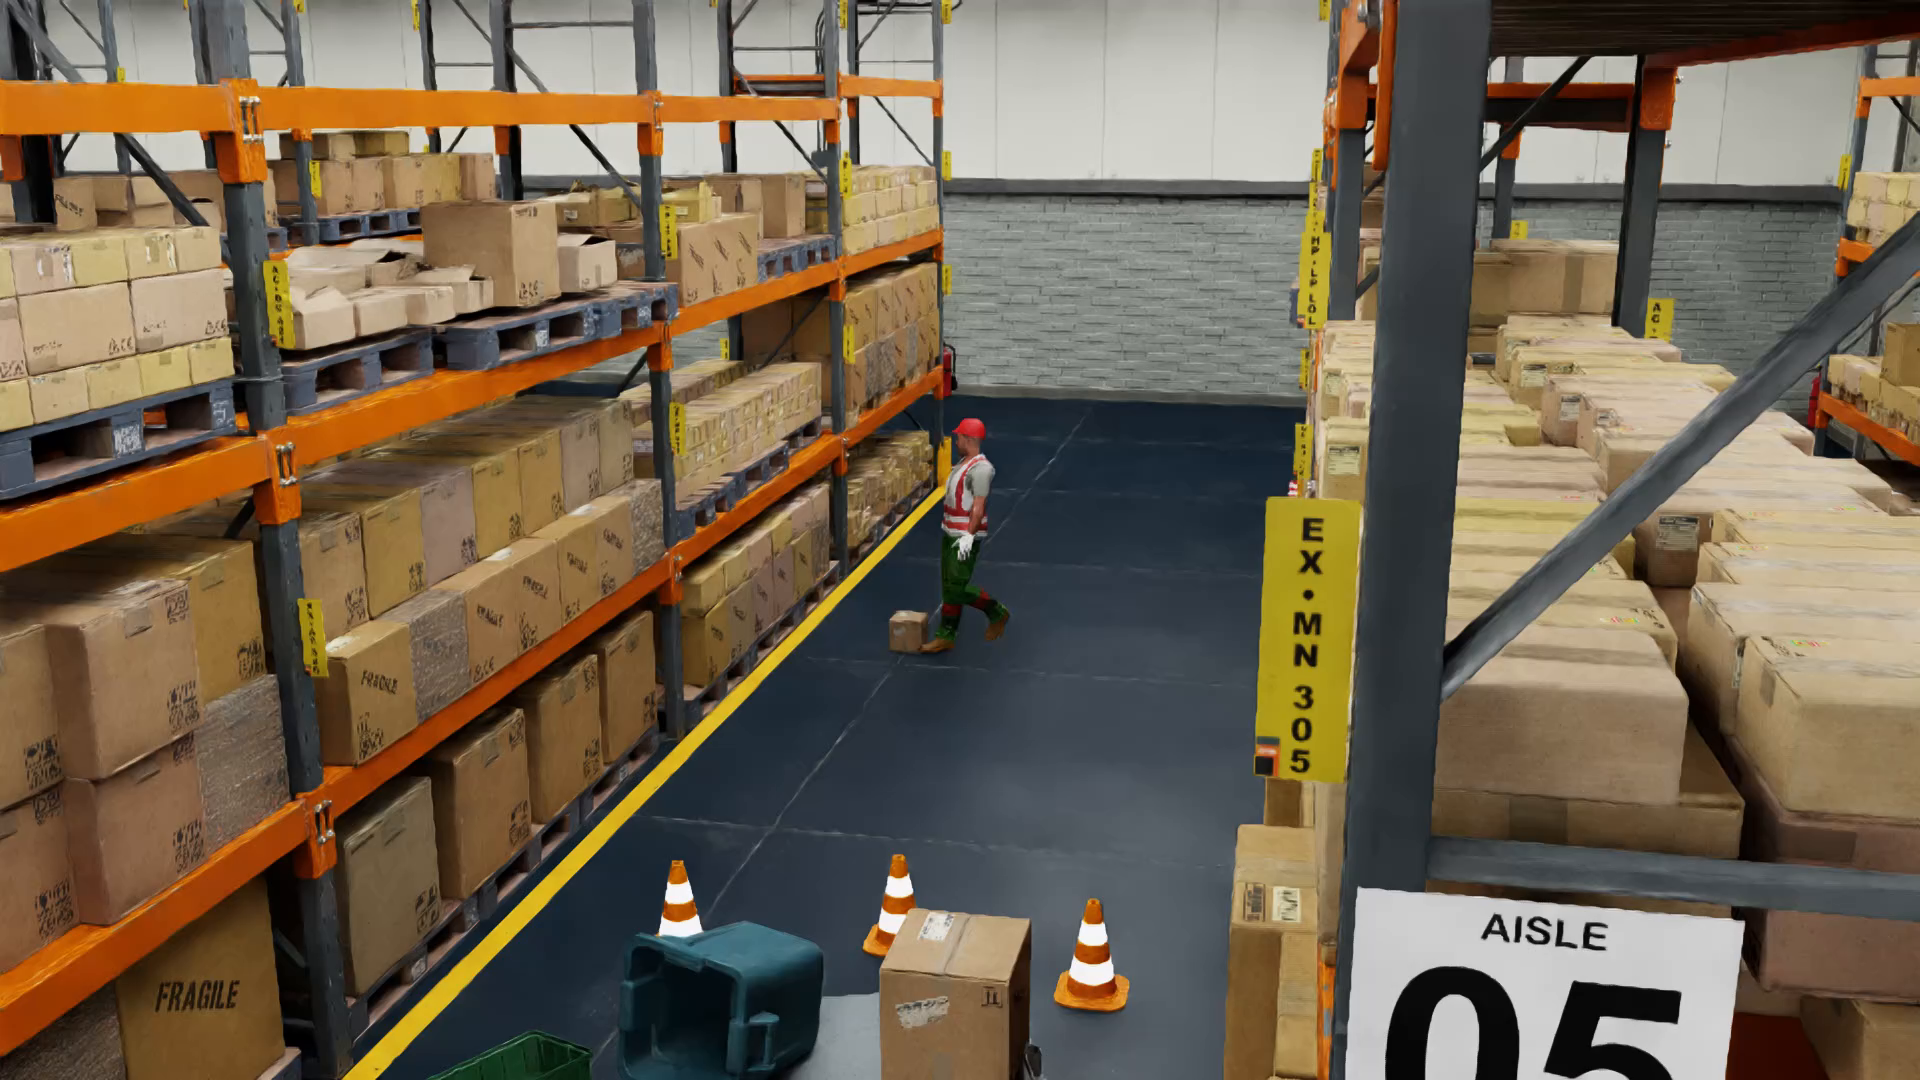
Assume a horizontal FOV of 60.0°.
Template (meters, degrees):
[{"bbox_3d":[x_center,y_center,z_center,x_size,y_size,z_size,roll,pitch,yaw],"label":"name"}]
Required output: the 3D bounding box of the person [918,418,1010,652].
[{"bbox_3d":[0.017,-0.029,12.576,0.710,1.773,0.598,-5,15,-19],"label":"person"}]
